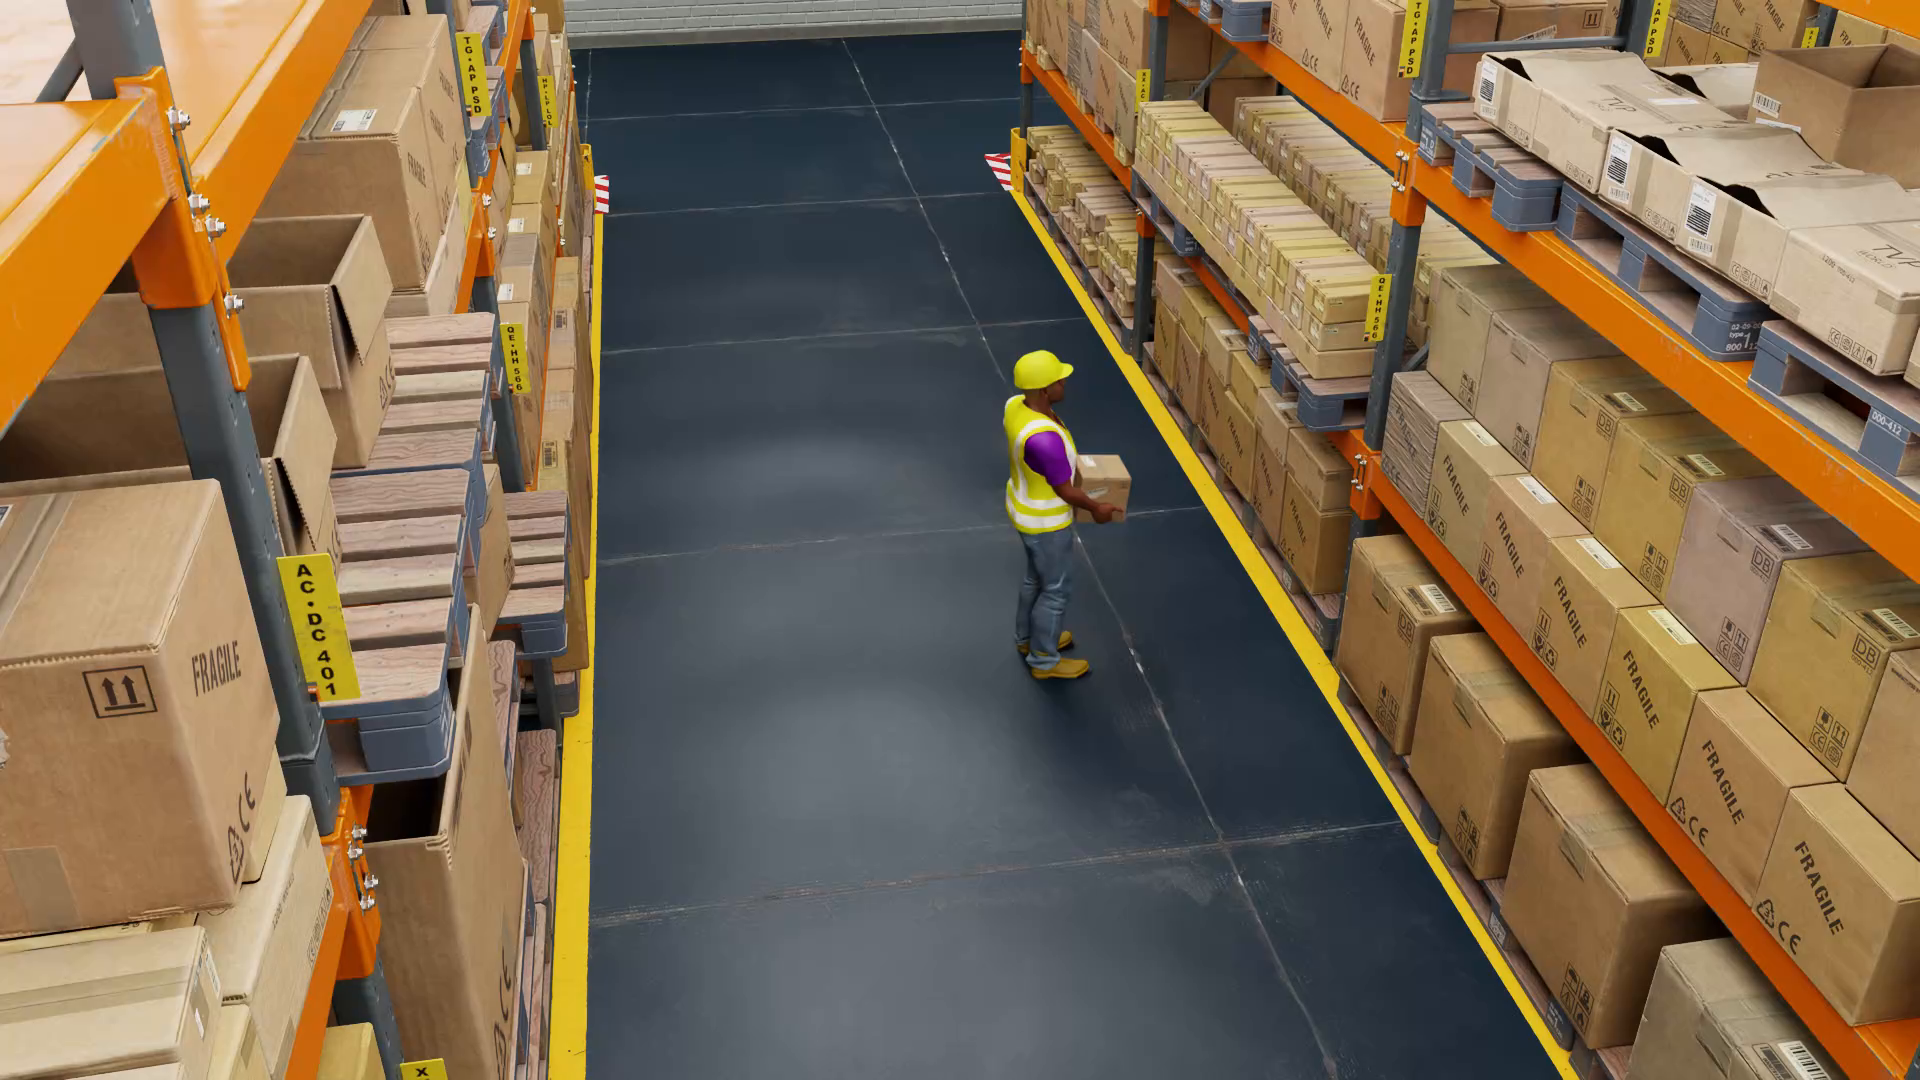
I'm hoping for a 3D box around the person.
[{"bbox_3d":[0.507,-0.136,8.343,0.567,1.769,0.528,-5,31,-9],"label":"person"}]
